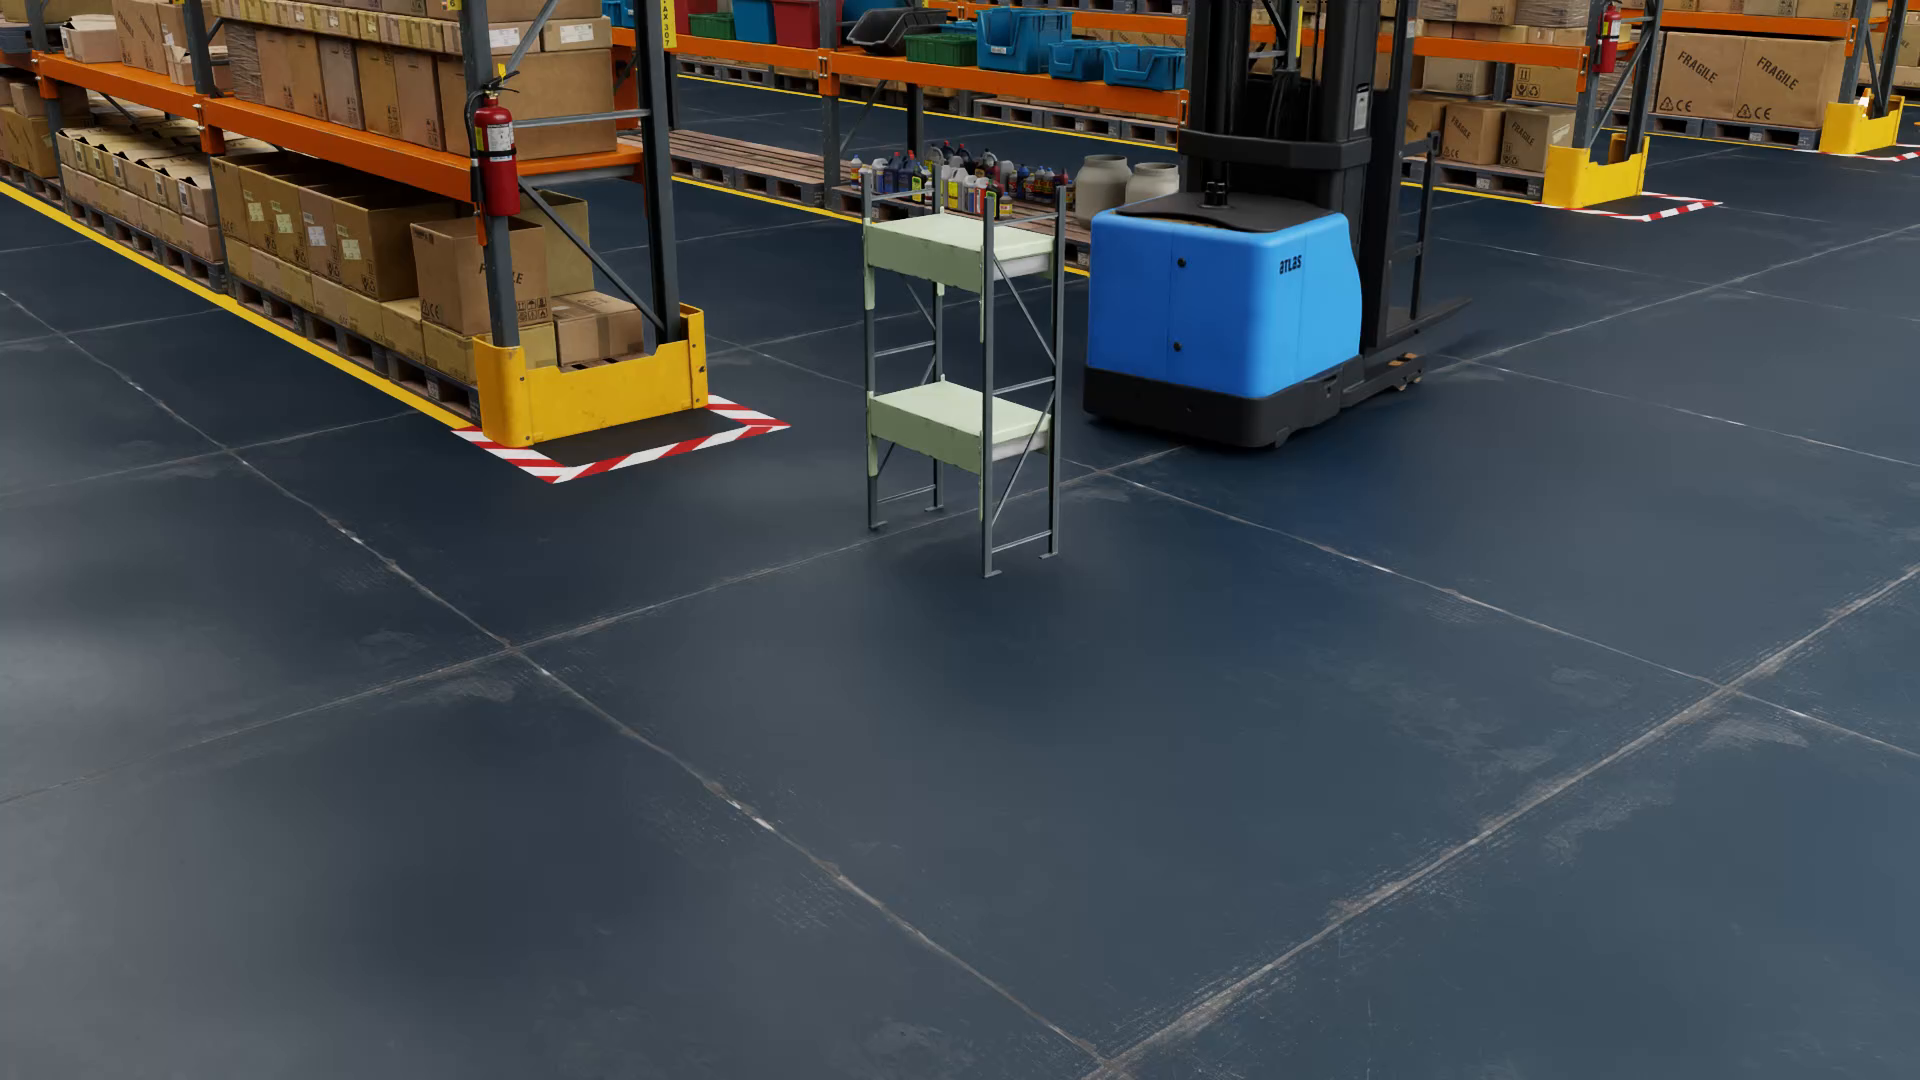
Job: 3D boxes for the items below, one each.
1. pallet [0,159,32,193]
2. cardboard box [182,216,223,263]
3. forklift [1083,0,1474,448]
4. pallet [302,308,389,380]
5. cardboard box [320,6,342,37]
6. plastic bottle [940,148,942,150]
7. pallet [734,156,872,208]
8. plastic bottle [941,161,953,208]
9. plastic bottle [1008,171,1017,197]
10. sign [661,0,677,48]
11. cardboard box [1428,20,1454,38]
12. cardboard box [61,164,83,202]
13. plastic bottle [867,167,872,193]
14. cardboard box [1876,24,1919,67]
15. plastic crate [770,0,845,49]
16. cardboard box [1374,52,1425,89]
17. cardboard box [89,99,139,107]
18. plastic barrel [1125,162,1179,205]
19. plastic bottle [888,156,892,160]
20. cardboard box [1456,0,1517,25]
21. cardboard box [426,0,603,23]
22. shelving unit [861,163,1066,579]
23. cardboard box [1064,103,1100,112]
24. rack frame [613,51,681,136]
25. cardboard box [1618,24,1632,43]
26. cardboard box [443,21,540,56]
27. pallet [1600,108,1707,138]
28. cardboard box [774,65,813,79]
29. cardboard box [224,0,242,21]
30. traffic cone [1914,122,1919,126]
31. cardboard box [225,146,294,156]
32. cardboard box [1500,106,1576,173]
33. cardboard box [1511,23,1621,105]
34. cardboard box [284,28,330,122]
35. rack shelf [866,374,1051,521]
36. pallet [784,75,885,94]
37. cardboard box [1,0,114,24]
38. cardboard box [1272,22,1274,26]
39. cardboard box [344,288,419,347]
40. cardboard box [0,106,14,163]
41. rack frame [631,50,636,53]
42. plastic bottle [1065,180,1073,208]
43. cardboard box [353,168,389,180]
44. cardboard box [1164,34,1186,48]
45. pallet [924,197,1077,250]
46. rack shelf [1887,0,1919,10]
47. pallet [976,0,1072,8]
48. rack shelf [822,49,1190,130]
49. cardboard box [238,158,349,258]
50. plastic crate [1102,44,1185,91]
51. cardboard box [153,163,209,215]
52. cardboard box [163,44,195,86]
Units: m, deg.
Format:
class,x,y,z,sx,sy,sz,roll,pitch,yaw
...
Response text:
class,x,y,z,sx,sy,sz,roll,pitch,yaw
pallet,-8.352,-3.495,15.617,1.003,0.211,1.213,-17,27,-37
cardboard box,-4.980,-2.097,11.418,0.500,0.250,0.500,-18,28,-38
forklift,1.933,-2.274,8.772,1.130,2.935,3.031,16,27,35
pallet,-3.202,-1.270,9.938,1.003,0.211,1.213,-17,27,-37
cardboard box,-3.287,-2.867,9.165,0.380,0.149,0.250,-18,28,-38
plastic bottle,-0.171,-3.200,14.161,0.061,0.283,0.133,-16,26,-35
pallet,-1.277,-3.223,14.924,1.003,0.211,1.213,-17,27,-37
plastic bottle,-0.122,-2.794,13.033,0.144,0.351,0.185,-18,27,-38
plastic bottle,0.441,-2.892,13.489,0.097,0.201,0.097,0,21,0
sign,-1.455,-2.601,8.216,0.100,0.325,0.005,-17,27,-37
cardboard box,4.458,-4.642,15.067,0.380,0.149,0.250,-17,27,-37
cardboard box,-6.982,-2.941,13.576,0.500,0.250,0.500,-18,27,-38
plastic bottle,-0.726,-2.967,13.680,0.097,0.201,0.097,0,21,0
cardboard box,12.072,-6.314,21.158,0.500,0.500,0.500,-16,27,-36
plastic crate,-1.283,-4.405,14.029,0.402,0.464,0.583,-17,27,-37
cardboard box,5.741,-6.211,21.238,1.050,0.750,0.750,-17,27,-37
cardboard box,-7.851,-3.759,15.292,0.500,0.500,0.500,-18,28,-38
plastic barrel,1.389,-2.410,11.858,0.421,0.512,0.421,0,21,0
plastic bottle,-0.547,-3.004,13.663,0.061,0.283,0.133,-17,27,-37
cardboard box,4.873,-4.841,14.686,0.875,0.500,0.500,-17,27,-37
cardboard box,-2.208,-2.828,8.175,0.700,0.500,0.500,-17,27,-37
shelving unit,0.004,-0.697,6.706,0.431,1.500,0.755,-17,27,-37
cardboard box,1.606,-5.153,18.853,0.700,0.500,0.500,-15,26,-33
rack frame,-3.346,-5.419,16.707,1.000,3.000,0.127,-17,27,-37
cardboard box,5.623,-4.406,14.466,0.380,0.149,0.250,-17,27,-37
cardboard box,-2.273,-2.439,8.073,0.380,0.149,0.250,-18,28,-38
pallet,8.078,-4.781,18.902,1.003,0.211,1.213,-17,27,-37
cardboard box,-1.772,-6.737,22.410,1.225,0.875,0.875,-17,27,-37
cardboard box,-4.297,-3.295,10.256,0.380,0.149,0.250,-17,27,-37
traffic cone,11.259,-5.019,19.164,0.336,0.463,0.334,-17,27,-37
cardboard box,-5.232,-2.768,12.363,0.500,0.311,0.500,-19,28,-39
cardboard box,5.233,-3.596,14.904,0.500,0.500,0.500,-12,24,-28
cardboard box,7.198,-5.662,19.663,0.875,0.875,0.875,-17,27,-37
cardboard box,-3.522,-2.777,9.825,0.700,0.500,0.500,-17,27,-37
rack shelf,0.004,-0.393,6.825,0.431,0.370,0.720,-17,27,-37
pallet,-1.644,-6.210,22.549,1.003,0.211,1.213,-17,27,-37
cardboard box,-7.597,-4.630,13.980,0.500,0.500,0.700,12,24,28
cardboard box,3.267,-5.110,16.263,0.380,0.149,0.250,-17,27,-37
cardboard box,-3.116,-1.297,9.376,0.500,0.250,0.500,-17,27,-37
cardboard box,-8.574,-3.771,15.323,0.500,0.500,0.500,-19,28,-39
rack frame,-4.816,-8.808,25.360,1.000,3.000,0.127,-17,27,-37
plastic bottle,0.861,-2.714,13.035,0.097,0.201,0.097,0,21,0
cardboard box,-3.375,-2.046,10.261,0.500,0.500,0.500,-17,27,-37
cardboard box,3.266,-7.046,23.713,0.500,0.500,0.500,-16,27,-35
pallet,0.472,-2.483,13.033,1.003,0.211,1.213,-17,27,-37
rack shelf,11.830,-6.965,21.639,1.077,0.370,4.000,-17,27,-37
pallet,0.952,-6.337,19.314,1.213,0.211,1.003,-17,27,-37
rack shelf,0.571,-3.426,12.605,1.077,0.370,4.000,-17,27,-37
cardboard box,-4.092,-2.061,10.300,0.500,0.500,0.500,-17,27,-37
plastic crate,1.323,-3.207,11.262,0.499,0.251,0.616,-17,27,-37
cardboard box,-5.316,-2.498,11.674,0.500,0.311,0.500,-17,27,-36
cardboard box,-5.203,-3.272,11.410,0.396,0.266,0.258,-18,28,-39
